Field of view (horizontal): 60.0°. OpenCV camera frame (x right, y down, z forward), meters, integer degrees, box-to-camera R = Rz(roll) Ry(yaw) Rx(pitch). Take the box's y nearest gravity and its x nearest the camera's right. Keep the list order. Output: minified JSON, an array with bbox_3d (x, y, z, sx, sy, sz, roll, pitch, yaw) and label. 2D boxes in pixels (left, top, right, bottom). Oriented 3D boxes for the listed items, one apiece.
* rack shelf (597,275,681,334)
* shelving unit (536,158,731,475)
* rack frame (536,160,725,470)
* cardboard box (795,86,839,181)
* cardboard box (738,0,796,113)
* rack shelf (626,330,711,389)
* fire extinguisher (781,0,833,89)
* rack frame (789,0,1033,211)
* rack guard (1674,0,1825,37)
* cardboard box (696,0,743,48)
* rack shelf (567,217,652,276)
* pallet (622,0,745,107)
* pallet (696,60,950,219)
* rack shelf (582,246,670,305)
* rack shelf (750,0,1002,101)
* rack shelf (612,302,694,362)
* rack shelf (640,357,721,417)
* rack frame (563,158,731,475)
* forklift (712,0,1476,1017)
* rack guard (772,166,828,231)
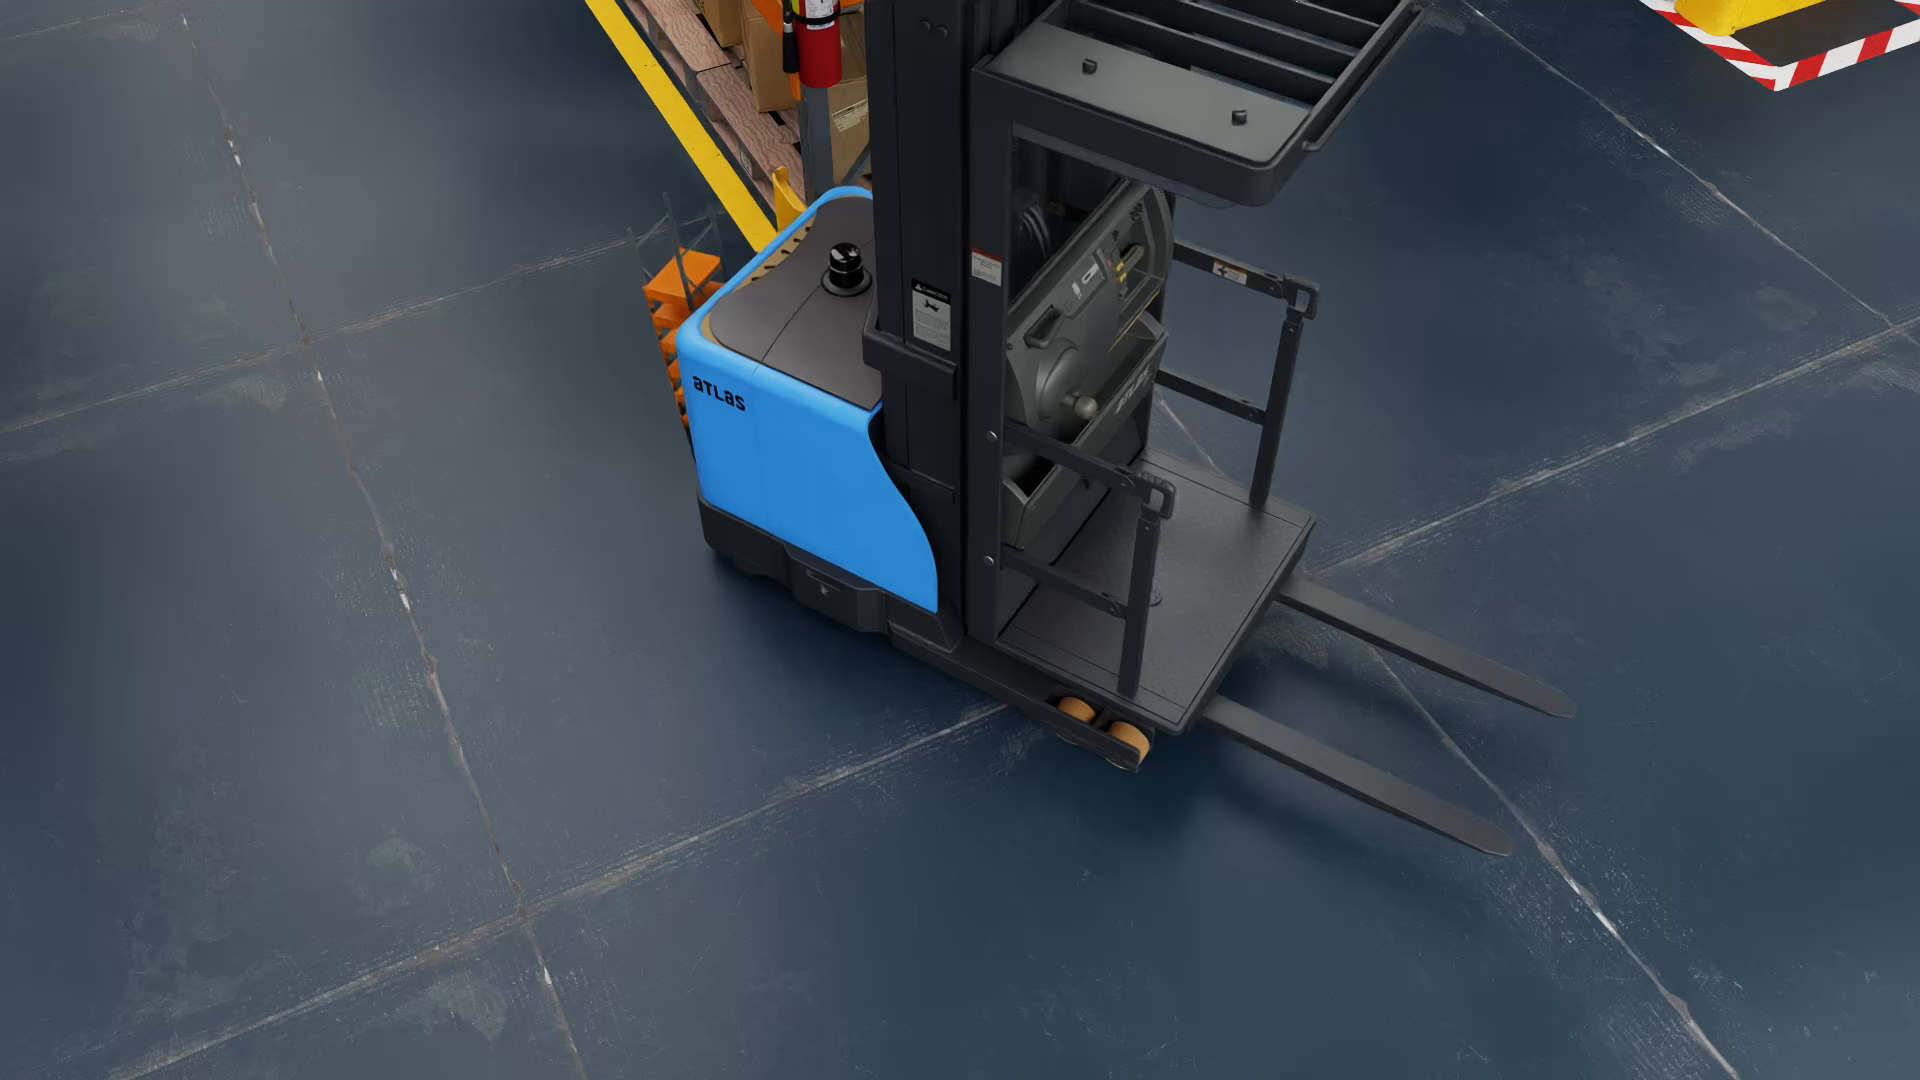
[{"bbox_3d":[-1.182,-0.875,6.157,0.180,0.103,0.258,10,43,46],"label":"rack shelf"},{"bbox_3d":[-1.156,-0.814,6.193,0.189,1.200,0.258,10,43,46],"label":"shelving unit"},{"bbox_3d":[-1.218,-0.826,6.258,0.006,1.200,0.240,10,43,46],"label":"rack frame"},{"bbox_3d":[-0.441,-1.973,7.364,0.500,0.500,0.500,-13,50,-11],"label":"cardboard box"},{"bbox_3d":[-0.745,-2.361,7.704,0.500,0.500,0.500,-9,49,-8],"label":"cardboard box"},{"bbox_3d":[-1.098,-0.682,6.271,0.180,0.103,0.258,10,43,46],"label":"rack shelf"},{"bbox_3d":[-0.527,-1.973,6.034,0.296,0.674,0.183,-21,52,-18],"label":"fire extinguisher"},{"bbox_3d":[-0.170,-2.234,6.211,1.000,3.000,0.127,-21,52,-18],"label":"rack frame"},{"bbox_3d":[4.297,-3.036,8.573,1.175,0.500,0.348,-21,52,-18],"label":"rack guard"},{"bbox_3d":[-1.015,-2.787,8.076,0.500,0.500,0.500,-17,51,-14],"label":"cardboard box"},{"bbox_3d":[-1.267,-1.069,6.042,0.180,0.103,0.258,10,43,46],"label":"rack shelf"},{"bbox_3d":[-1.099,-2.738,8.505,1.003,0.211,1.213,-21,52,-18],"label":"pallet"},{"bbox_3d":[-0.545,-1.923,7.791,1.003,0.211,1.213,-21,52,-18],"label":"pallet"},{"bbox_3d":[-1.224,-0.972,6.099,0.180,0.103,0.258,10,43,46],"label":"rack shelf"},{"bbox_3d":[-1.085,-3.336,7.653,1.077,0.370,4.000,-21,52,-18],"label":"rack shelf"},{"bbox_3d":[-1.140,-0.779,6.214,0.180,0.103,0.258,10,43,46],"label":"rack shelf"},{"bbox_3d":[-1.056,-0.585,6.329,0.180,0.103,0.258,10,43,46],"label":"rack shelf"},{"bbox_3d":[-1.093,-0.803,6.127,0.006,1.200,0.240,10,43,46],"label":"rack frame"},{"bbox_3d":[0.404,-0.523,4.760,1.130,2.935,3.031,-28,55,-23],"label":"forklift"},{"bbox_3d":[-0.205,-1.462,7.196,1.175,0.500,0.348,-21,52,-18],"label":"rack guard"}]
